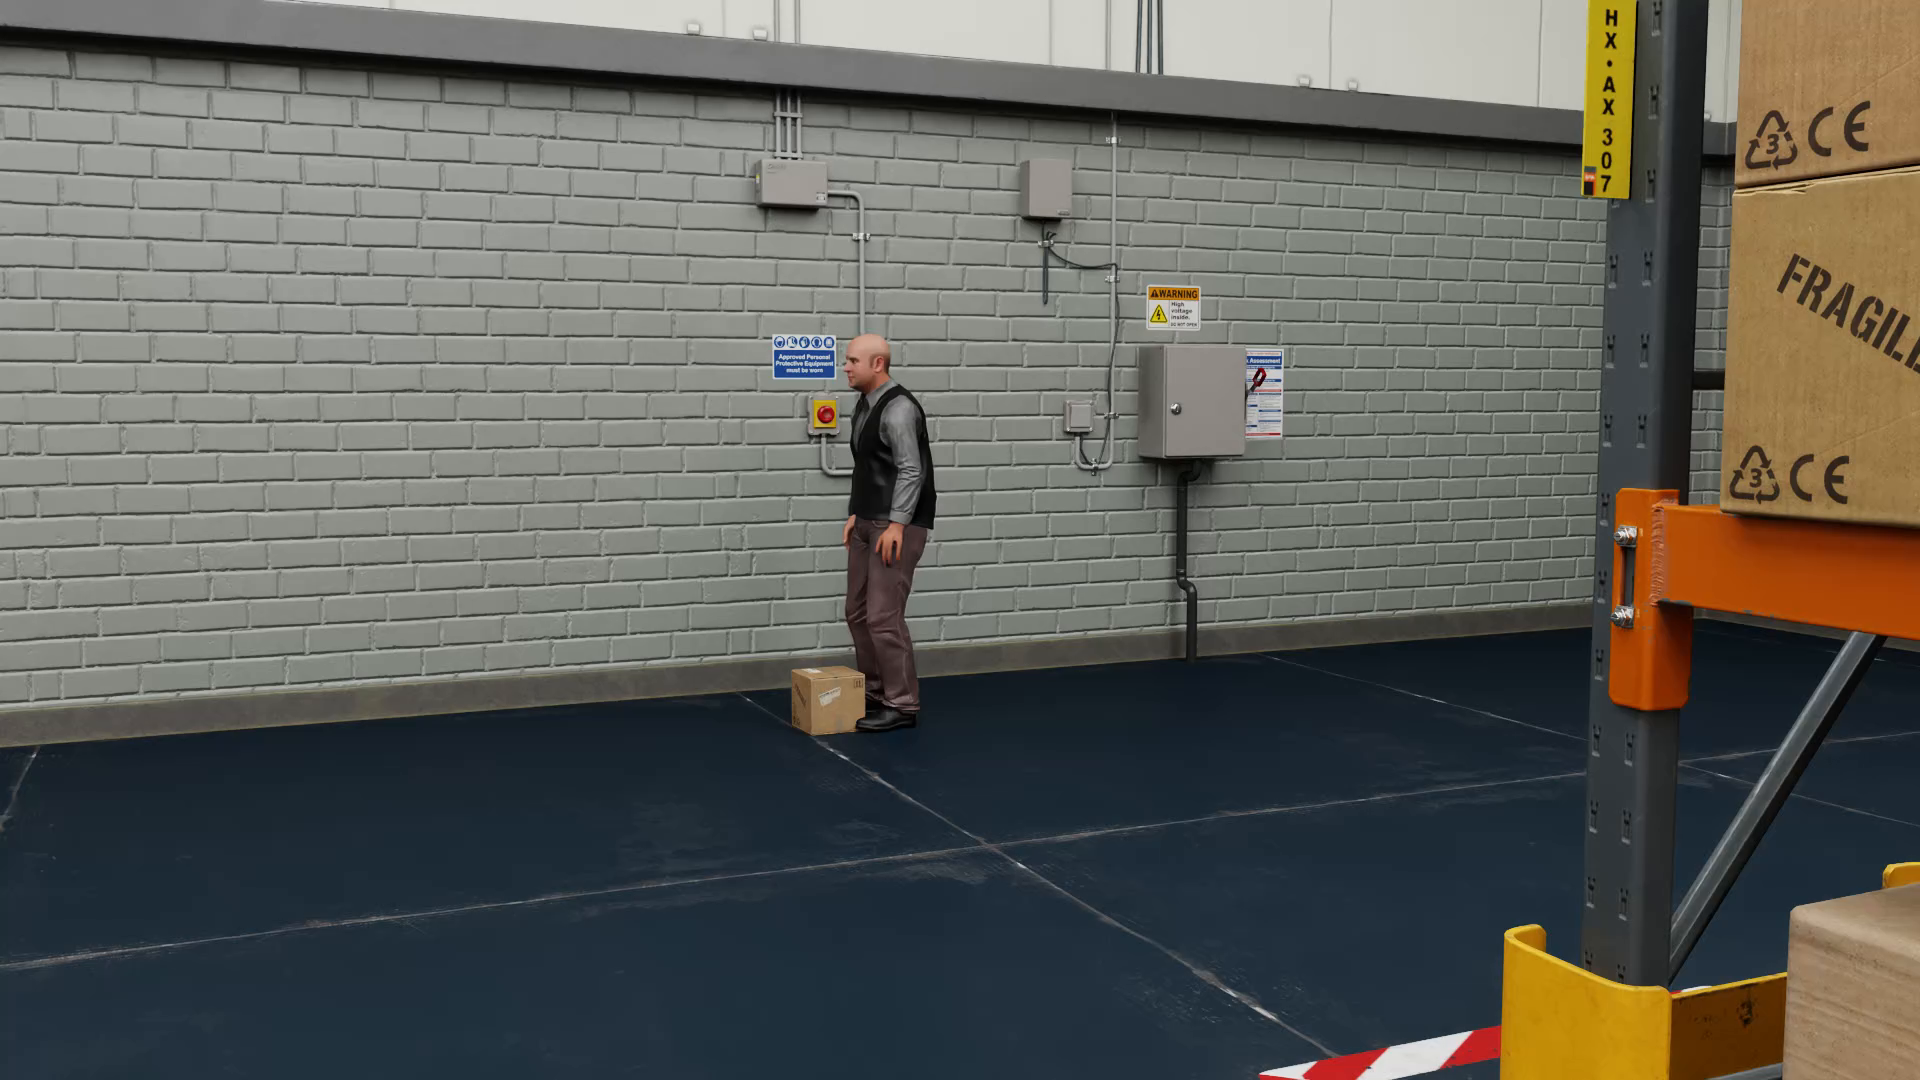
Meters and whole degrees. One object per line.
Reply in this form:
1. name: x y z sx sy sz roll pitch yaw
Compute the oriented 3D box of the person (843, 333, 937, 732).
1. person: -0.328 -0.043 7.336 0.416 1.721 0.580 -2 6 -24
